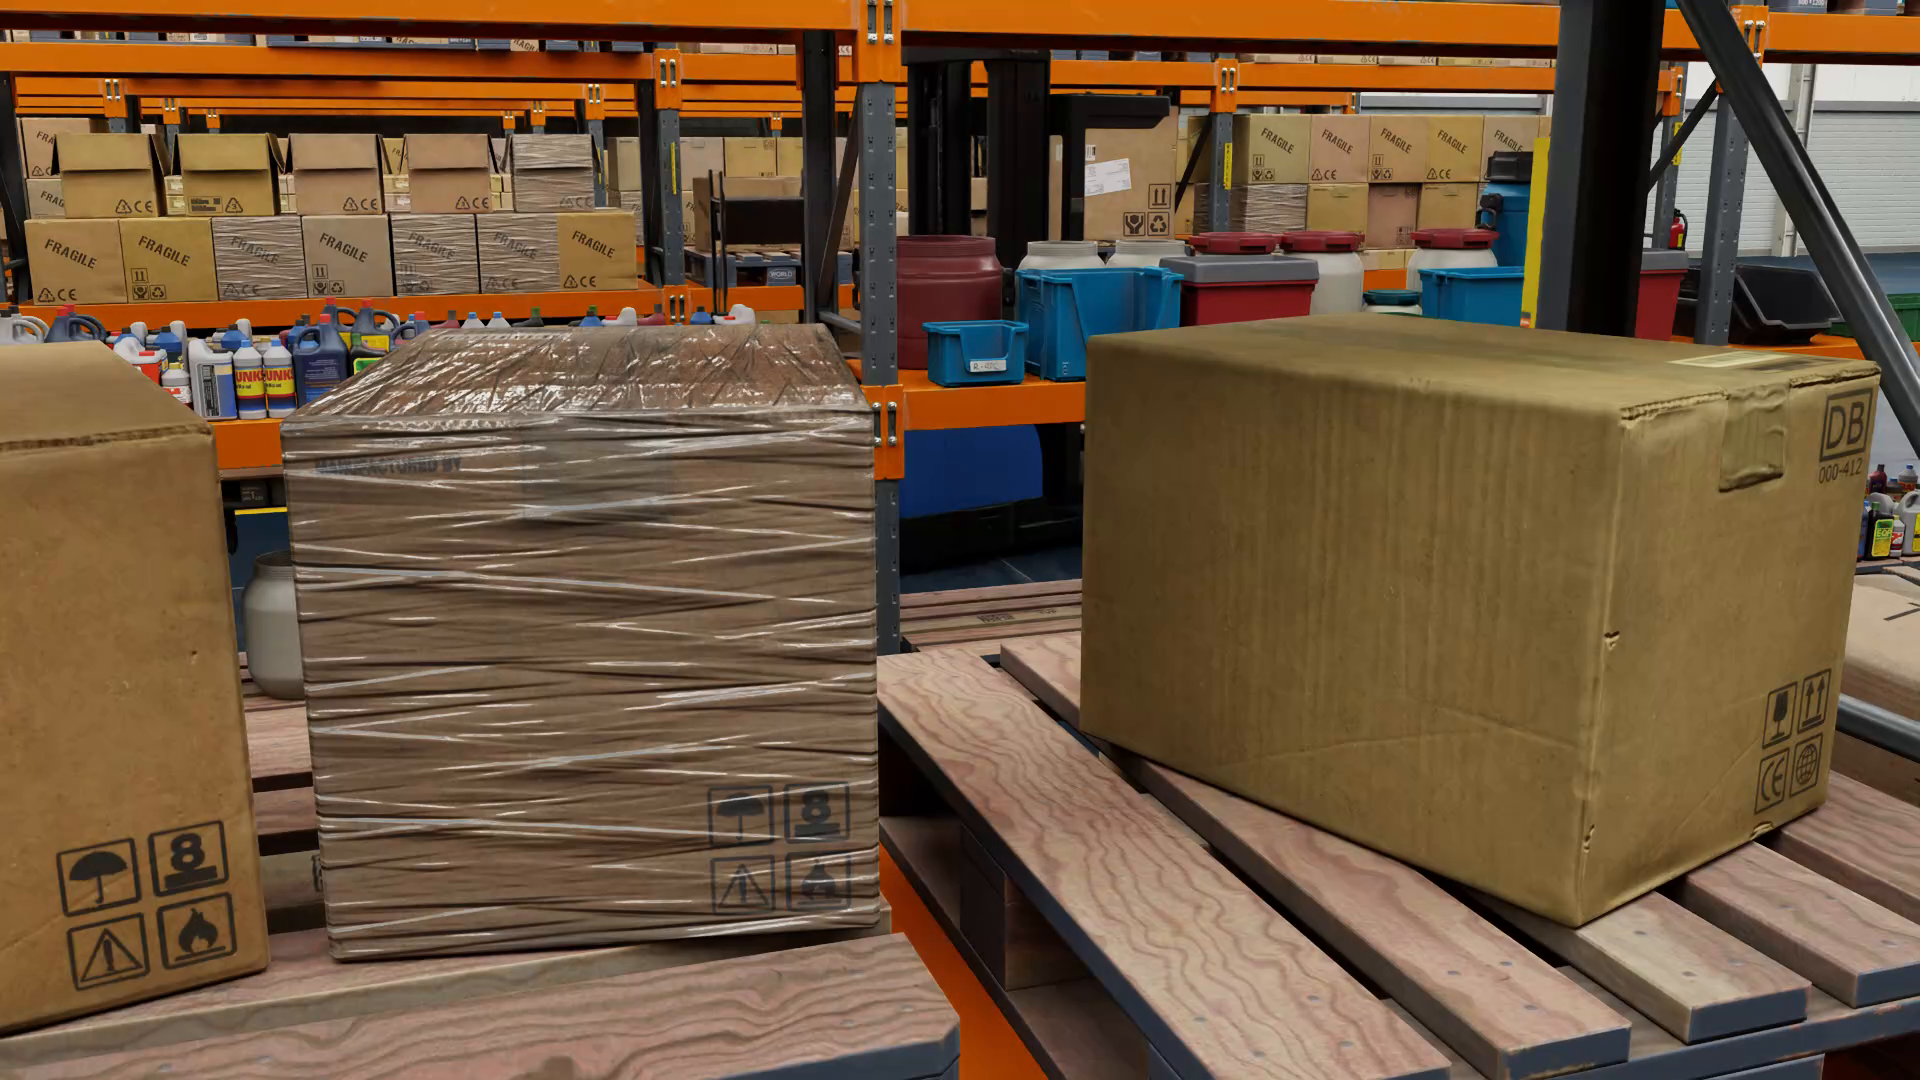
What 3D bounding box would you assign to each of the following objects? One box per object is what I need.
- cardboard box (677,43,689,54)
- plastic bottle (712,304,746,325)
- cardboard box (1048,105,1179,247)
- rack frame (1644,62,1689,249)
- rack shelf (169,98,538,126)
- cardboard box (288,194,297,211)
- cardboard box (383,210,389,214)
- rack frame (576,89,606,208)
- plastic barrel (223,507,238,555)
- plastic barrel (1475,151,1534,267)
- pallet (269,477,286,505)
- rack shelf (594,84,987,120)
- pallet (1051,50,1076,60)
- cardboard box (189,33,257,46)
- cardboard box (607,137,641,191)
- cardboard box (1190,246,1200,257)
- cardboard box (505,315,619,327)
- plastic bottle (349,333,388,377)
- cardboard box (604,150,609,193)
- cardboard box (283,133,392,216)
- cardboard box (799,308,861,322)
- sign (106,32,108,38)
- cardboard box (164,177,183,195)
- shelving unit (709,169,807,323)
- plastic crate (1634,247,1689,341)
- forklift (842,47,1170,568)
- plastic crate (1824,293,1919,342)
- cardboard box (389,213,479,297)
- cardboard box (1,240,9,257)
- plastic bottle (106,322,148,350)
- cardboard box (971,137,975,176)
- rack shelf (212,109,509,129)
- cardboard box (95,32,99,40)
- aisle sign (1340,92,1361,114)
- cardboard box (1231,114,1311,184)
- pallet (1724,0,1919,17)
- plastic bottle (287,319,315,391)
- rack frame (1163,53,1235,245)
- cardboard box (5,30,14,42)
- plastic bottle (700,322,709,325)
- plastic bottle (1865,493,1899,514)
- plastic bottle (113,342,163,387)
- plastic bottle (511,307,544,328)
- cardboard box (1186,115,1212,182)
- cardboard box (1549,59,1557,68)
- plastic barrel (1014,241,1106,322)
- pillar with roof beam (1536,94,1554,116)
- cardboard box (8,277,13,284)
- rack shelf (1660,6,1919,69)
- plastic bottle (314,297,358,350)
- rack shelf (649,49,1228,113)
[{"bbox_3d":[-1.664,-3.439,11.460,0.500,0.250,0.500,-4,14,-18],"label":"cardboard box"},{"bbox_3d":[-0.970,-0.856,7.027,0.135,0.276,0.152,-4,14,-18],"label":"plastic bottle"},{"bbox_3d":[0.957,-2.727,12.422,1.000,1.000,1.000,-4,14,-18],"label":"cardboard box"},{"bbox_3d":[5.546,-2.554,13.898,0.127,3.000,1.000,-4,14,-18],"label":"rack frame"},{"bbox_3d":[-7.093,-5.099,19.669,4.000,0.370,1.077,-4,14,-18],"label":"rack shelf"},{"bbox_3d":[-5.803,-2.997,14.753,0.250,0.149,0.380,-4,14,-16],"label":"cardboard box"},{"bbox_3d":[-4.031,-1.922,11.027,0.500,0.500,0.500,-4,14,-18],"label":"cardboard box"},{"bbox_3d":[-3.523,-3.059,16.021,0.127,3.000,1.000,-4,14,-18],"label":"rack frame"},{"bbox_3d":[-3.056,0.146,6.175,0.708,0.901,0.600,-4,14,-18],"label":"plastic barrel"},{"bbox_3d":[2.871,-1.454,8.192,0.708,0.901,0.600,-4,14,-18],"label":"plastic barrel"},{"bbox_3d":[-3.962,-0.476,11.189,1.213,0.211,1.003,-4,14,-18],"label":"pallet"},{"bbox_3d":[-1.627,-4.316,16.377,4.000,0.370,1.077,-4,14,-18],"label":"rack shelf"},{"bbox_3d":[0.153,-3.527,11.914,1.003,0.211,1.213,-4,14,-18],"label":"pallet"},{"bbox_3d":[-6.413,-4.403,14.474,0.500,0.311,0.500,-5,14,-19],"label":"cardboard box"},{"bbox_3d":[-3.094,-3.625,16.023,0.500,0.500,0.700,-5,14,-18],"label":"cardboard box"},{"bbox_3d":[1.865,-2.217,13.024,0.250,0.149,0.380,-4,14,-18],"label":"cardboard box"},{"bbox_3d":[-2.697,-1.088,11.418,0.875,0.875,1.225,-5,14,-21],"label":"cardboard box"},{"bbox_3d":[-2.089,-0.589,5.890,0.133,0.283,0.061,-4,14,-18],"label":"plastic bottle"},{"bbox_3d":[-4.205,-4.557,20.553,0.500,0.500,0.500,-4,14,-15],"label":"cardboard box"},{"bbox_3d":[-3.987,-2.351,10.663,0.637,0.503,0.797,-4,14,-16],"label":"cardboard box"},{"bbox_3d":[-1.207,-2.328,16.902,0.750,0.750,1.050,-4,14,-18],"label":"cardboard box"},{"bbox_3d":[-7.133,-4.356,13.875,0.005,0.325,0.100,-4,14,-18],"label":"sign"},{"bbox_3d":[-6.794,-3.063,14.389,0.250,0.149,0.380,-4,14,-15],"label":"cardboard box"},{"bbox_3d":[-1.021,-0.888,8.833,0.503,2.100,0.431,-4,14,-16],"label":"shelving unit"},{"bbox_3d":[2.973,-1.101,7.650,0.583,0.464,0.402,-4,14,-18],"label":"plastic crate"},{"bbox_3d":[0.508,-1.529,9.738,3.031,2.935,1.130,-10,17,-37],"label":"forklift"},{"bbox_3d":[4.711,-1.108,8.276,0.662,0.188,0.450,-4,14,-18],"label":"plastic crate"},{"bbox_3d":[-3.391,-1.847,10.709,0.500,0.500,0.500,-5,14,-20],"label":"cardboard box"},{"bbox_3d":[-8.258,-2.516,14.279,0.250,0.149,0.380,-5,14,-20],"label":"cardboard box"},{"bbox_3d":[-3.153,-0.686,6.312,0.135,0.276,0.152,-4,14,-18],"label":"plastic bottle"},{"bbox_3d":[-0.200,-3.851,16.975,0.500,0.500,0.700,-5,14,-19],"label":"cardboard box"},{"bbox_3d":[-8.679,-6.187,24.245,4.000,0.370,1.077,-4,14,-18],"label":"rack shelf"},{"bbox_3d":[-9.613,-5.605,18.905,0.500,0.500,0.500,-4,14,-17],"label":"cardboard box"},{"bbox_3d":[4.222,-4.853,17.947,0.004,0.787,0.394,-4,14,-18],"label":"aisle sign"},{"bbox_3d":[2.262,-2.916,12.401,0.500,0.500,0.500,-4,14,-18],"label":"cardboard box"},{"bbox_3d":[3.987,-2.615,8.079,1.003,0.211,1.213,-4,14,-18],"label":"pallet"},{"bbox_3d":[-2.559,-0.722,6.473,0.097,0.271,0.097,0,13,0],"label":"plastic bottle"},{"bbox_3d":[1.755,-2.259,12.657,0.127,3.000,1.000,-4,14,-18],"label":"rack frame"},{"bbox_3d":[-8.167,-4.268,13.863,0.500,0.250,0.500,-5,14,-20],"label":"cardboard box"},{"bbox_3d":[-0.923,-0.680,6.272,0.133,0.283,0.061,-4,14,-18],"label":"plastic bottle"},{"bbox_3d":[4.742,-0.106,8.542,0.135,0.276,0.152,-4,14,-18],"label":"plastic bottle"},{"bbox_3d":[-2.810,-0.541,5.702,0.135,0.276,0.152,-4,14,-18],"label":"plastic bottle"},{"bbox_3d":[-1.769,-0.808,6.812,0.133,0.283,0.061,-4,14,-18],"label":"plastic bottle"},{"bbox_3d":[2.093,-3.032,12.889,0.500,0.500,0.500,-4,14,-18],"label":"cardboard box"},{"bbox_3d":[4.697,-3.812,13.027,0.500,0.250,0.500,-4,14,-18],"label":"cardboard box"},{"bbox_3d":[0.450,-1.054,7.352,0.421,0.512,0.421,0,13,0],"label":"plastic barrel"},{"bbox_3d":[12.597,-8.822,27.286,0.400,9.000,9.100,-4,14,-18],"label":"pillar with roof beam"},{"bbox_3d":[-12.934,-3.702,23.219,0.500,0.500,0.700,-4,14,-16],"label":"cardboard box"},{"bbox_3d":[5.230,-2.429,8.447,4.000,0.370,1.077,-4,14,-18],"label":"rack shelf"},{"bbox_3d":[-2.437,-0.779,6.542,0.185,0.351,0.144,-4,14,-18],"label":"plastic bottle"},{"bbox_3d":[-0.141,-3.221,11.773,4.000,0.370,1.077,-4,14,-18],"label":"rack shelf"}]
